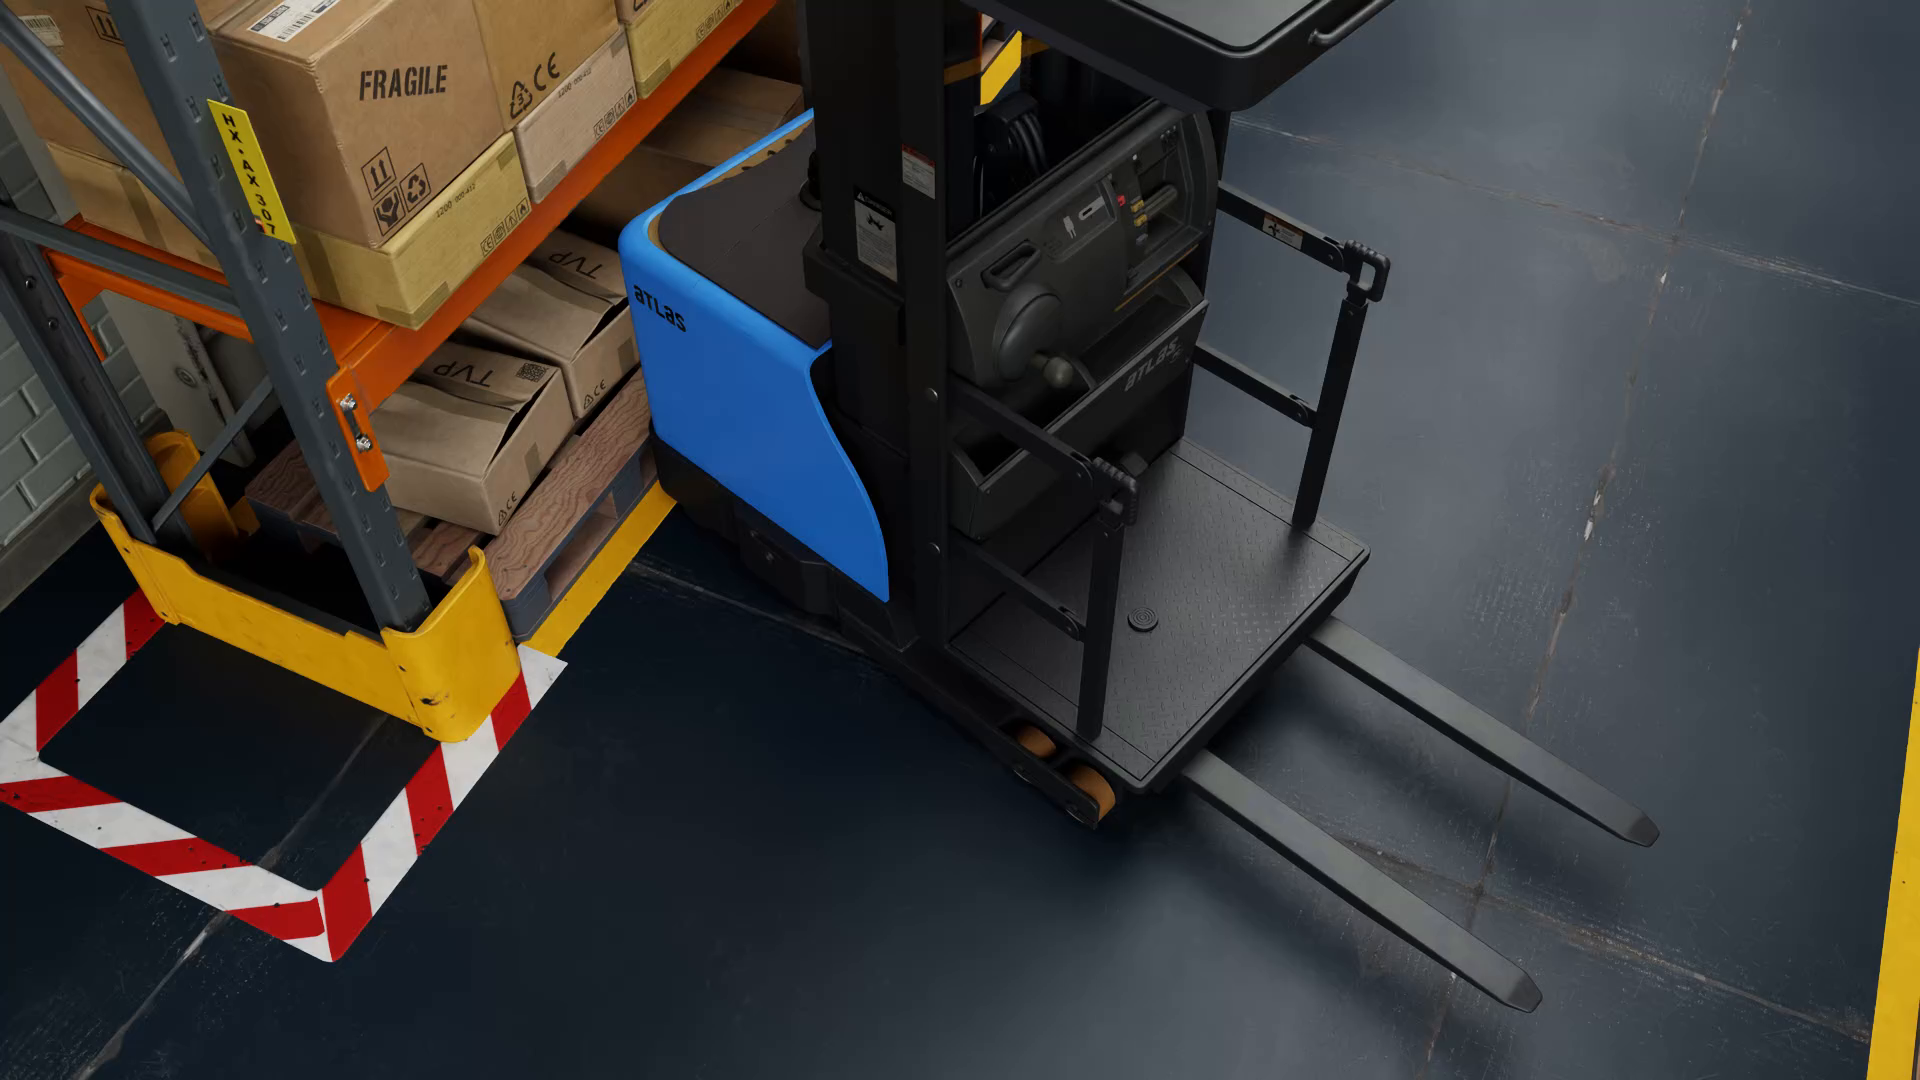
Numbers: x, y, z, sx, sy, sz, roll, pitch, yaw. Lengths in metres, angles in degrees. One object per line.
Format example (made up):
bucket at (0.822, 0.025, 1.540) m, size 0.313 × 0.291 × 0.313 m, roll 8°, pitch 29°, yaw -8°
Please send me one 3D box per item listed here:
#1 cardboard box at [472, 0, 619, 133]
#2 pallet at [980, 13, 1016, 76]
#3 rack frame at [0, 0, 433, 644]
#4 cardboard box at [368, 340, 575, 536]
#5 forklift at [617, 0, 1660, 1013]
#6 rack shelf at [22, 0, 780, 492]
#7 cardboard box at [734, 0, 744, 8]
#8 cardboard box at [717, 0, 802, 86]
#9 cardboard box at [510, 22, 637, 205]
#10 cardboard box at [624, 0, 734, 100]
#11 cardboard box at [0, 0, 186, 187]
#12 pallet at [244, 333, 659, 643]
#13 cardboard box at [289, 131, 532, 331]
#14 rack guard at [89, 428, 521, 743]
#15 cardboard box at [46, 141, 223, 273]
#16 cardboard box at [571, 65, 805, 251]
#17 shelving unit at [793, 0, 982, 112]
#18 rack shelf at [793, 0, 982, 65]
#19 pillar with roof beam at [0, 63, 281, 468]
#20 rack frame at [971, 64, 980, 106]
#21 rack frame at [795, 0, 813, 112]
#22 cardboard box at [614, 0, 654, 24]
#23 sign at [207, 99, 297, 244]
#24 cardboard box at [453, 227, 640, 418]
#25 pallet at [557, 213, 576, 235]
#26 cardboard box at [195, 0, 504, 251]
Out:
cardboard box at (-1.216, -1.400, 4.064) m, size 0.500 × 0.500 × 0.500 m, roll 20°, pitch 52°, yaw 16°
pallet at (-0.458, -2.007, 6.819) m, size 1.003 × 0.211 × 1.213 m, roll 20°, pitch 52°, yaw 16°
rack frame at (-1.912, -0.631, 3.817) m, size 1.000 × 3.000 × 0.127 m, roll 20°, pitch 52°, yaw 16°
cardboard box at (-1.535, -0.349, 5.054) m, size 0.500 × 0.311 × 0.500 m, roll 14°, pitch 51°, yaw 12°
forklift at (0.469, -0.629, 3.861) m, size 3.031 × 2.935 × 1.130 m, roll 34°, pitch 58°, yaw 26°
rack shelf at (-1.057, -1.775, 5.263) m, size 1.077 × 0.370 × 4.000 m, roll 20°, pitch 52°, yaw 16°
cardboard box at (-0.766, -1.880, 4.965) m, size 0.500 × 0.250 × 0.500 m, roll 20°, pitch 53°, yaw 16°
cardboard box at (-0.610, -1.990, 6.326) m, size 0.500 × 0.500 × 0.500 m, roll 16°, pitch 52°, yaw 13°
cardboard box at (-1.207, -1.183, 4.373) m, size 0.500 × 0.250 × 0.500 m, roll 18°, pitch 52°, yaw 15°
cardboard box at (-0.984, -1.532, 4.670) m, size 0.500 × 0.250 × 0.500 m, roll 19°, pitch 52°, yaw 16°
cardboard box at (-1.902, -1.225, 3.916) m, size 0.500 × 0.500 × 0.500 m, roll 19°, pitch 52°, yaw 16°
pallet at (-1.500, -0.327, 5.390) m, size 1.003 × 0.211 × 1.213 m, roll 20°, pitch 52°, yaw 16°
cardboard box at (-1.416, -0.821, 4.065) m, size 0.500 × 0.250 × 0.500 m, roll 18°, pitch 52°, yaw 15°
rack guard at (-1.879, 0.127, 4.814) m, size 1.175 × 0.500 × 0.348 m, roll 20°, pitch 52°, yaw 16°
cardboard box at (-1.887, -0.973, 4.194) m, size 0.500 × 0.250 × 0.500 m, roll 20°, pitch 53°, yaw 17°
cardboard box at (-0.932, -1.292, 5.732) m, size 0.700 × 0.500 × 0.500 m, roll 17°, pitch 52°, yaw 14°
shelving unit at (-0.219, -1.677, 5.298) m, size 0.431 × 2.100 × 0.503 m, roll 19°, pitch 52°, yaw 16°
rack shelf at (-0.219, -1.668, 5.308) m, size 0.431 × 0.518 × 0.480 m, roll 19°, pitch 52°, yaw 16°
pillar with roof beam at (1.498, -1.937, 0.990) m, size 9.100 × 9.000 × 0.400 m, roll 20°, pitch 52°, yaw 16°
rack frame at (-0.118, -1.846, 5.442) m, size 0.400 × 2.100 × 0.015 m, roll 19°, pitch 52°, yaw 16°
rack frame at (-0.321, -1.508, 5.154) m, size 0.400 × 2.100 × 0.015 m, roll 19°, pitch 52°, yaw 16°
cardboard box at (-0.989, -1.753, 4.365) m, size 0.500 × 0.500 × 0.500 m, roll 18°, pitch 52°, yaw 15°
sign at (-1.421, -0.735, 3.337) m, size 0.100 × 0.325 × 0.005 m, roll 20°, pitch 52°, yaw 16°
cardboard box at (-1.291, -0.742, 5.388) m, size 0.500 × 0.311 × 0.500 m, roll 24°, pitch 54°, yaw 19°
pallet at (-0.978, -1.164, 6.102) m, size 1.003 × 0.211 × 1.213 m, roll 20°, pitch 52°, yaw 16°
cardboard box at (-1.436, -1.062, 3.777) m, size 0.500 × 0.500 × 0.500 m, roll 20°, pitch 52°, yaw 16°
